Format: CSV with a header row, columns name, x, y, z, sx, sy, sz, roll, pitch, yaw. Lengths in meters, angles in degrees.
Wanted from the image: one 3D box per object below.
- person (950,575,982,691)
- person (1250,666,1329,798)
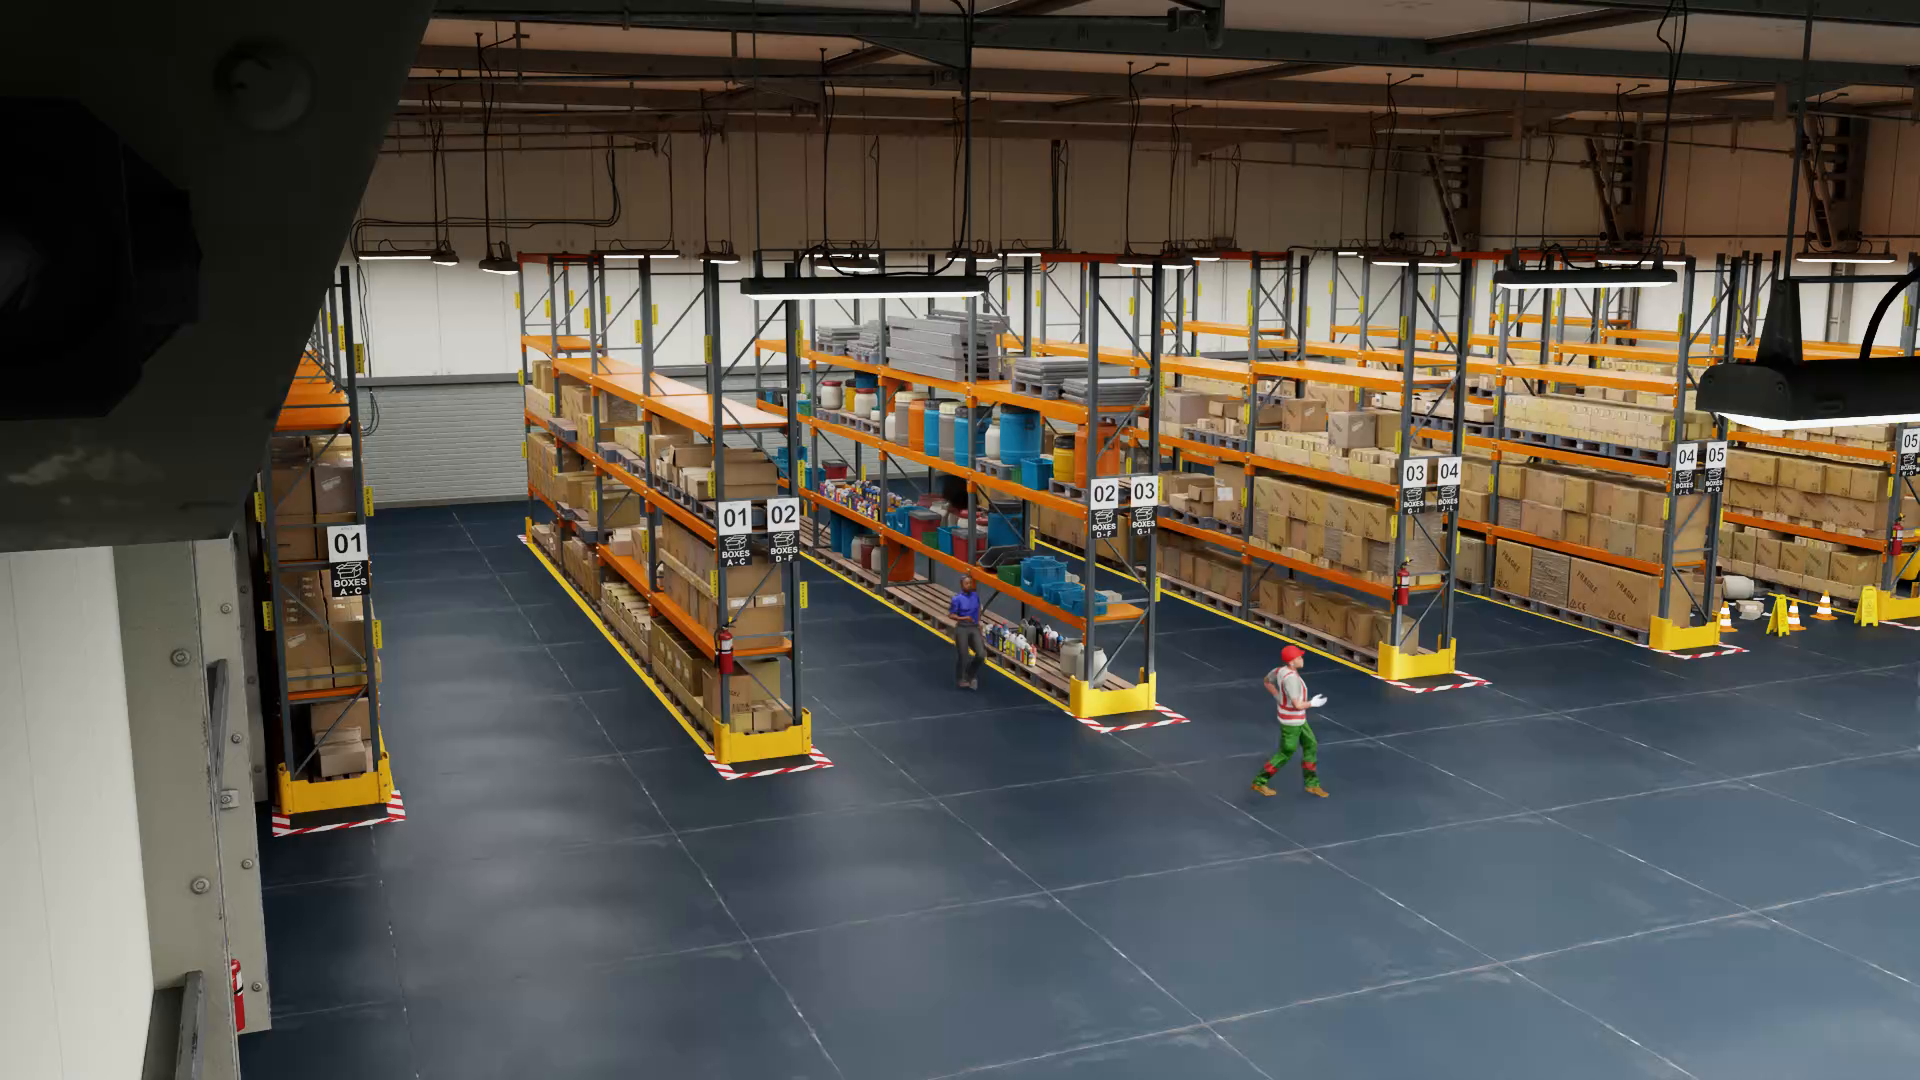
name,x,y,z,sx,sy,sz,roll,pitch,yaw
person,0.133,1.317,23.311,0.561,1.657,0.638,-5,11,-24
person,3.768,2.172,18.893,0.908,1.555,0.542,1,10,6
